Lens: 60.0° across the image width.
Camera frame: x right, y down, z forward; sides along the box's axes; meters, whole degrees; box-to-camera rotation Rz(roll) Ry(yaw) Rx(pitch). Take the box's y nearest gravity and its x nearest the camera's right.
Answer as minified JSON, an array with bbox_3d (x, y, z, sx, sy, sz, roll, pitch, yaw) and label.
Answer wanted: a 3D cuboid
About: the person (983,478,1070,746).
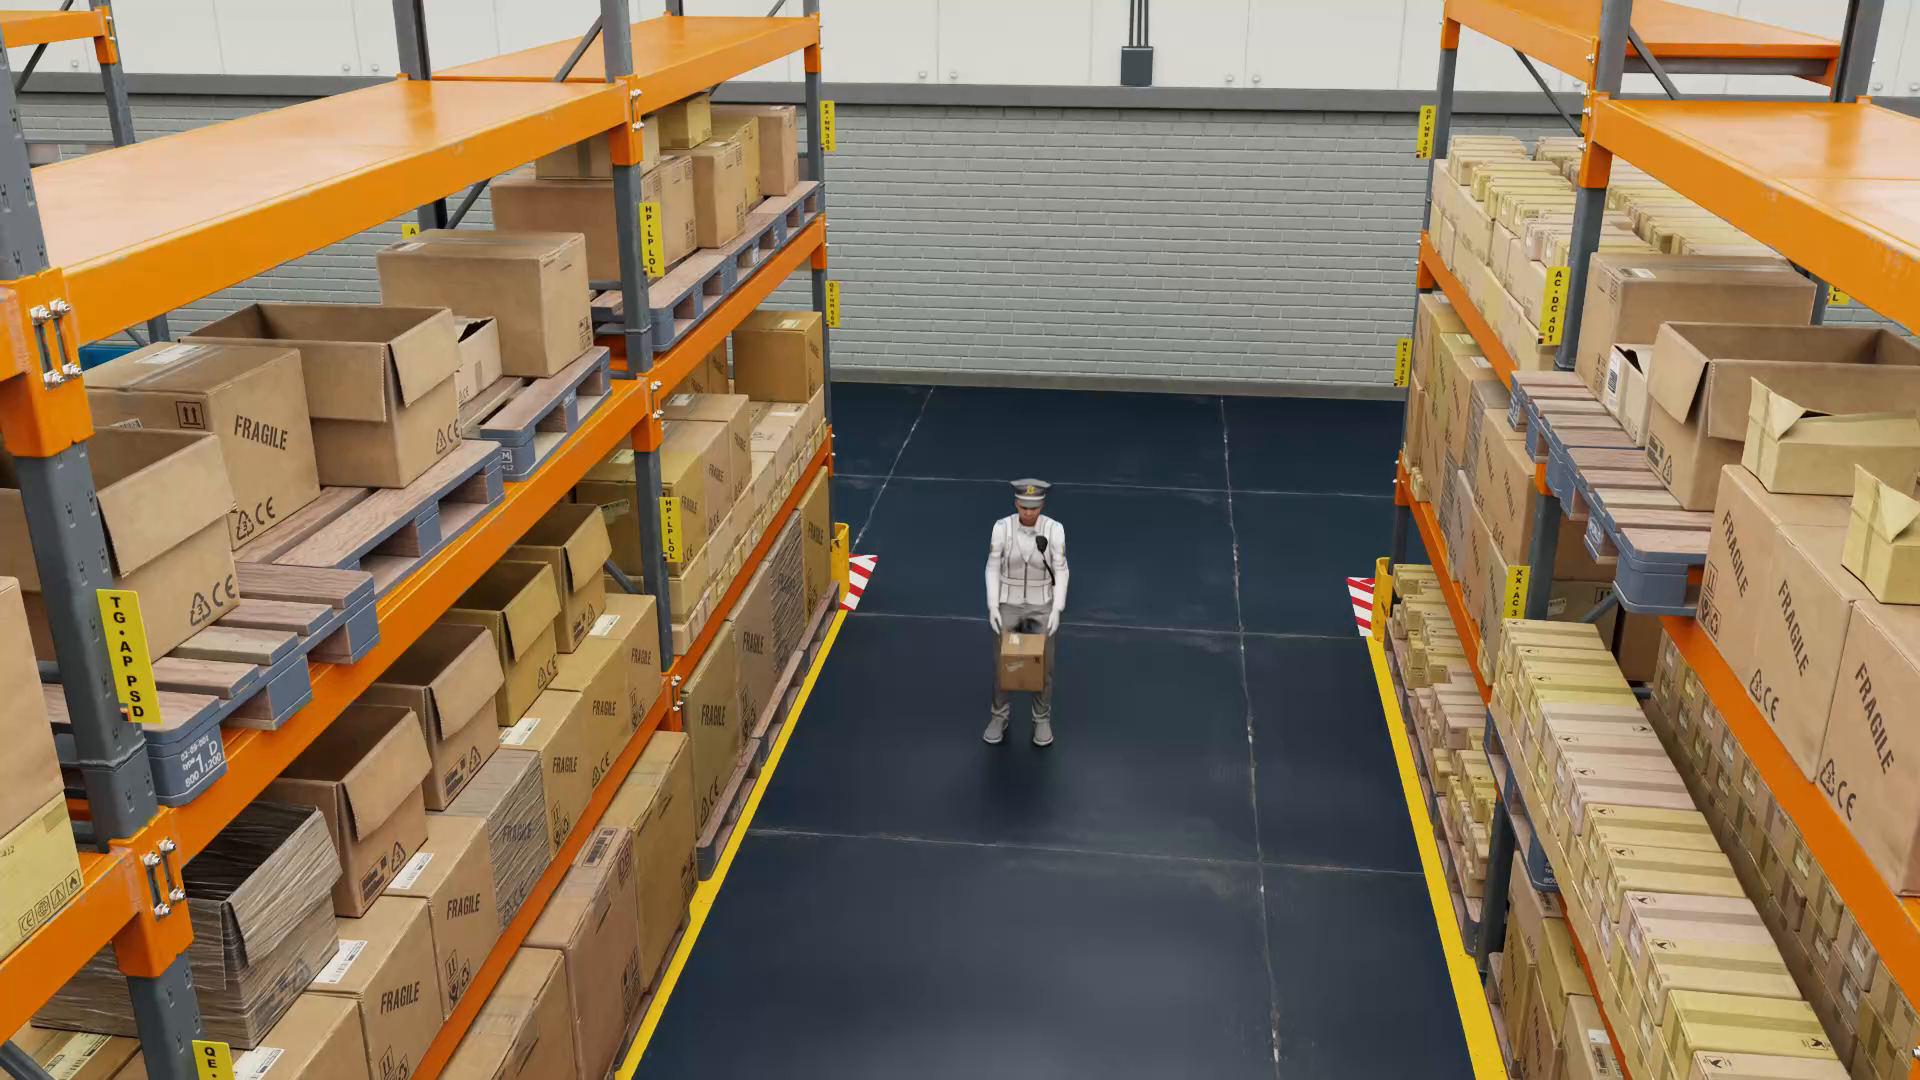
[{"bbox_3d":[0.399,0.415,9.997,0.506,1.677,0.360,2,21,5],"label":"person"}]
